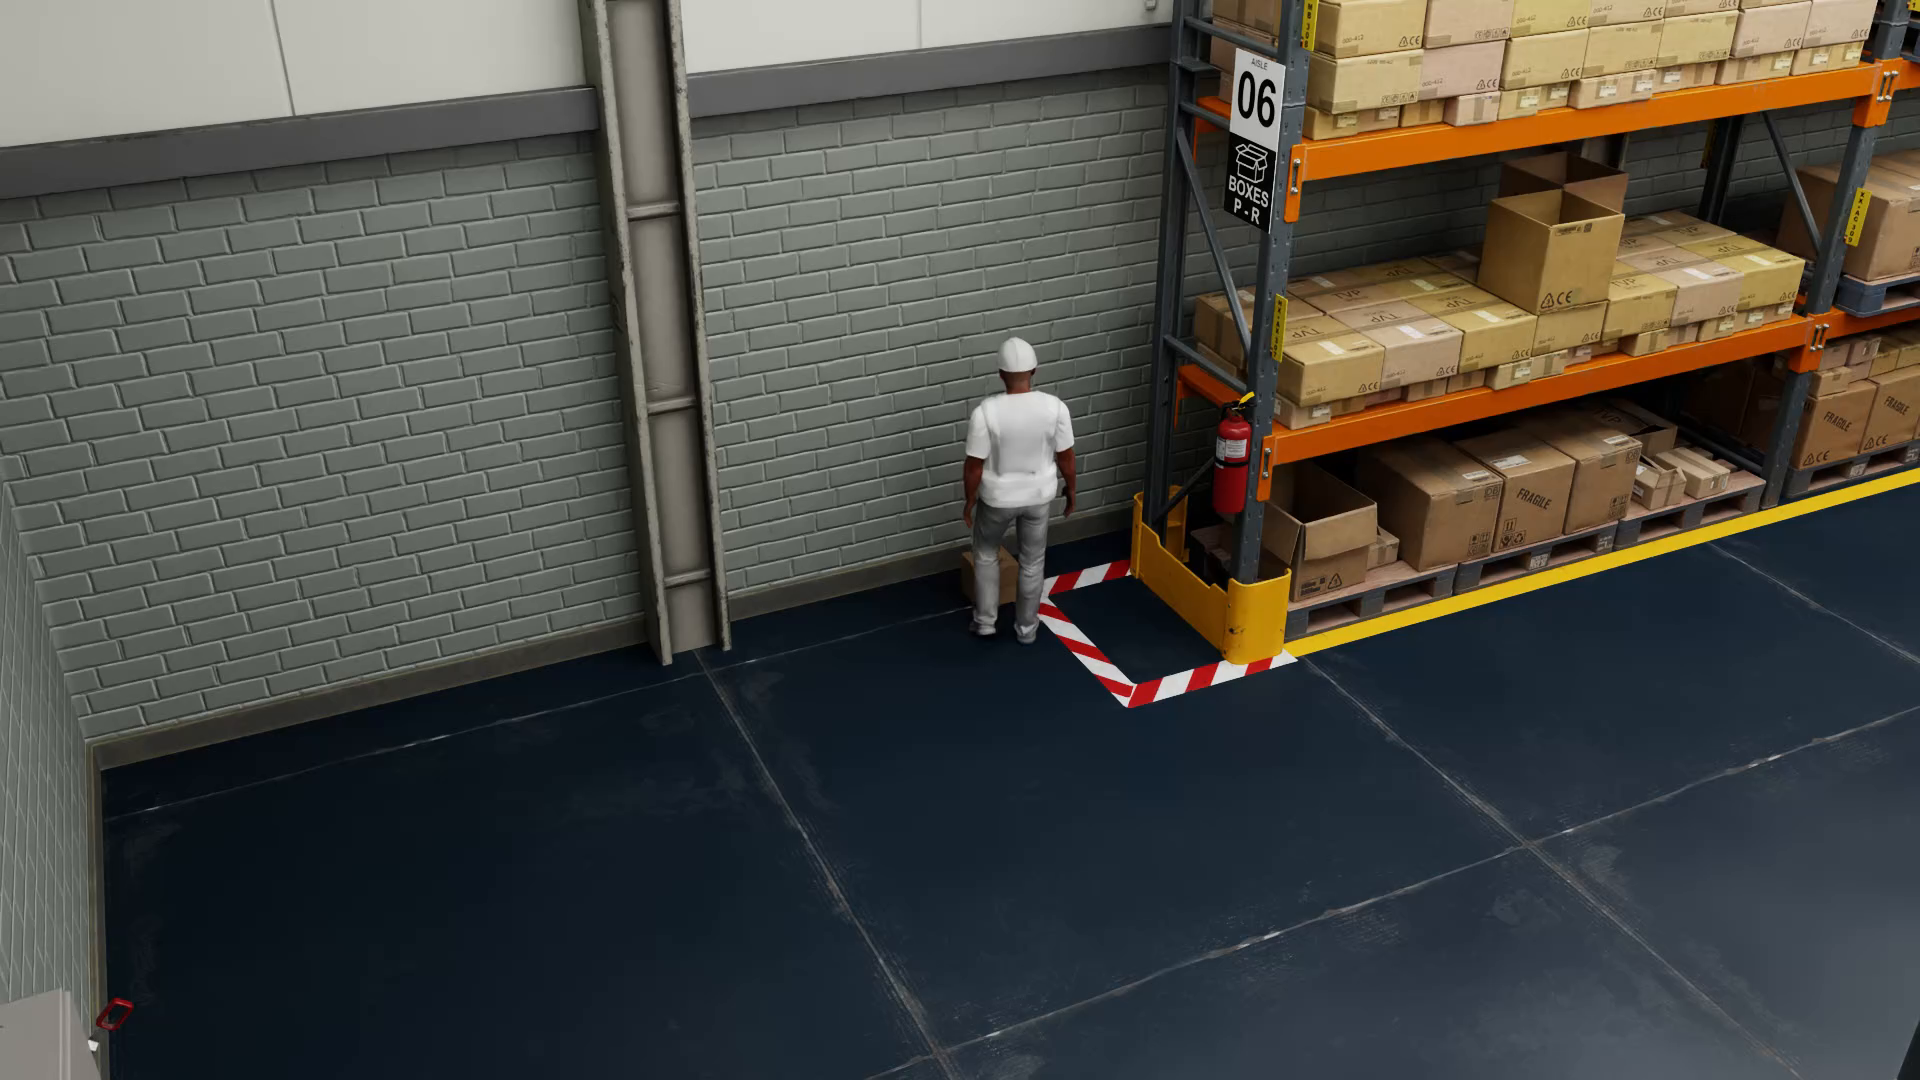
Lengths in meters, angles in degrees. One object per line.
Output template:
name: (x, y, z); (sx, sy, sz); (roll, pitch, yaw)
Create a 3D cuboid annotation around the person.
person: (0.313, -0.271, 8.864); (0.618, 1.668, 0.346); (-3, 29, -5)
